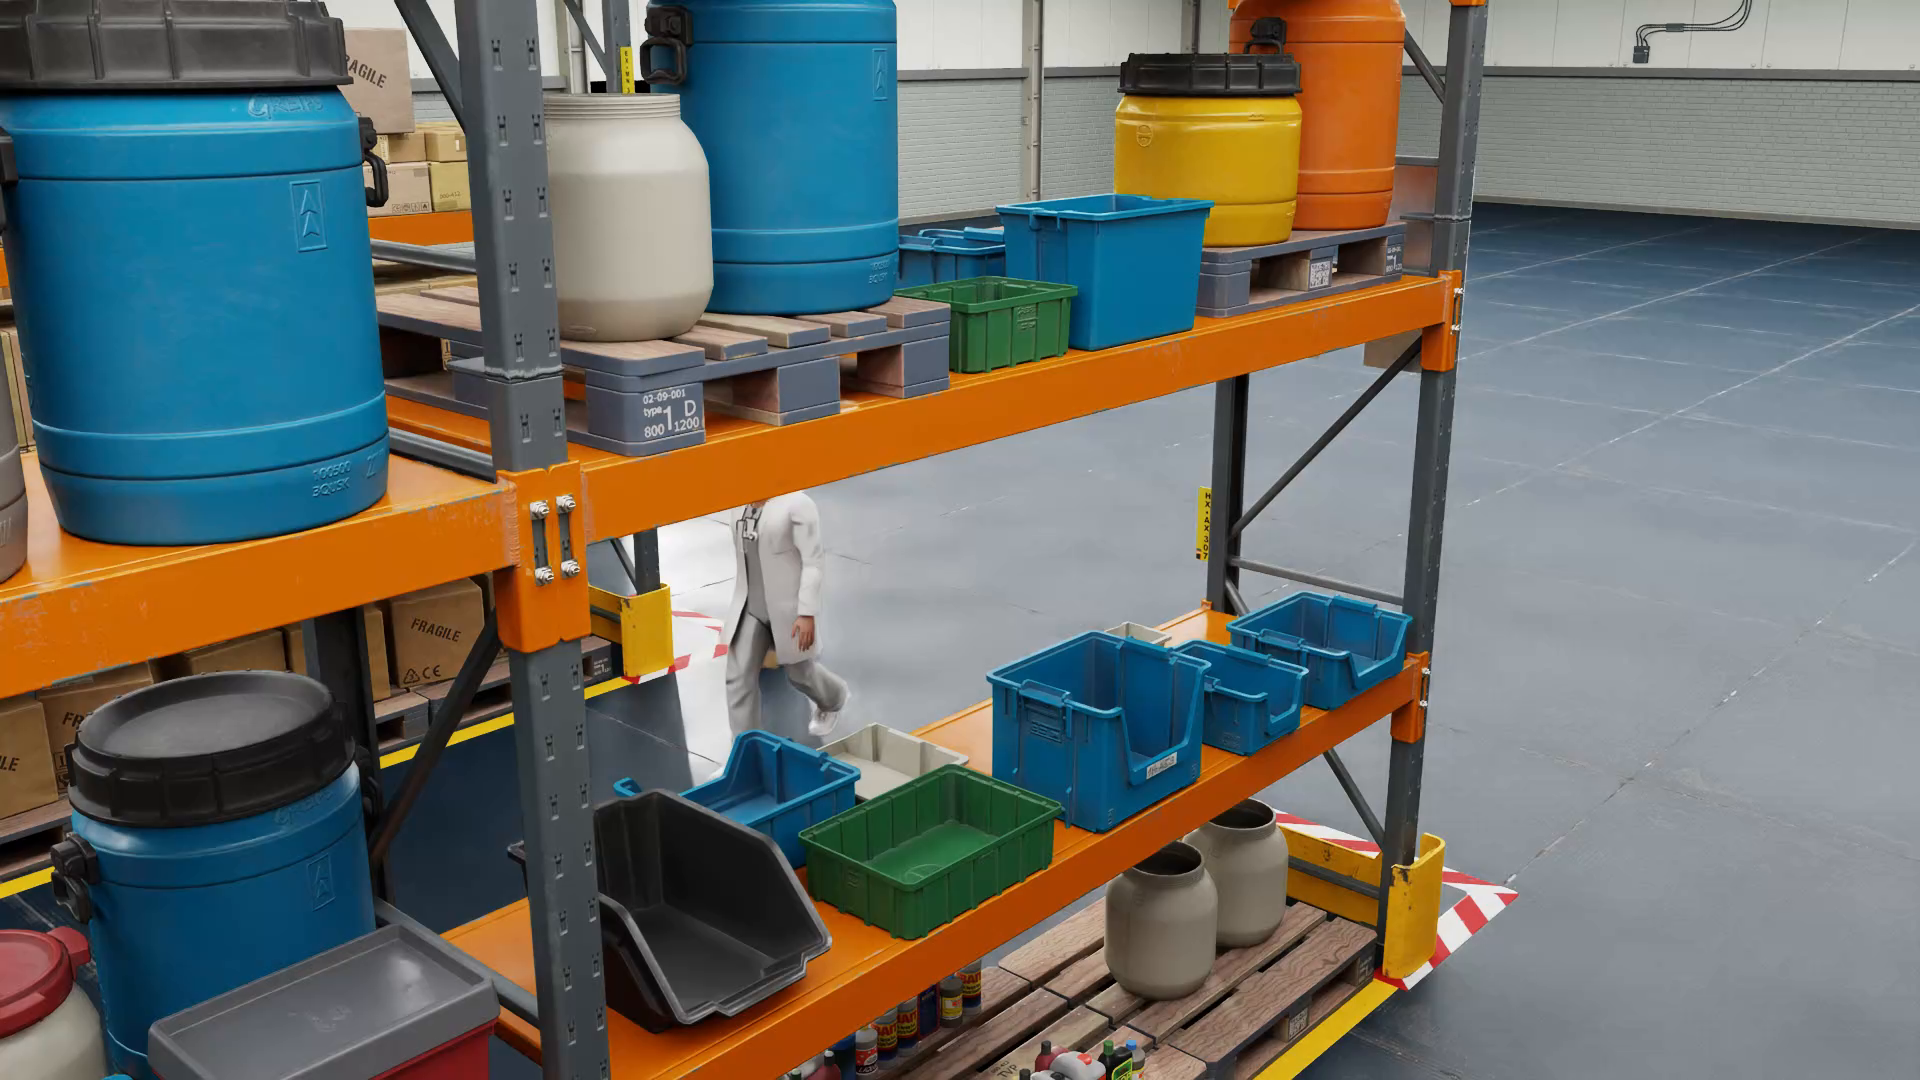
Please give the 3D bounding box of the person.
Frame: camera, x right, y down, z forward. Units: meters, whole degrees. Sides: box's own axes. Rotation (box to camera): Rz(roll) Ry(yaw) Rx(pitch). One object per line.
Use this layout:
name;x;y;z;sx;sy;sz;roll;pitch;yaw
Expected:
person;-0.908;0.323;8.484;0.602;1.740;1.064;9;19;27
